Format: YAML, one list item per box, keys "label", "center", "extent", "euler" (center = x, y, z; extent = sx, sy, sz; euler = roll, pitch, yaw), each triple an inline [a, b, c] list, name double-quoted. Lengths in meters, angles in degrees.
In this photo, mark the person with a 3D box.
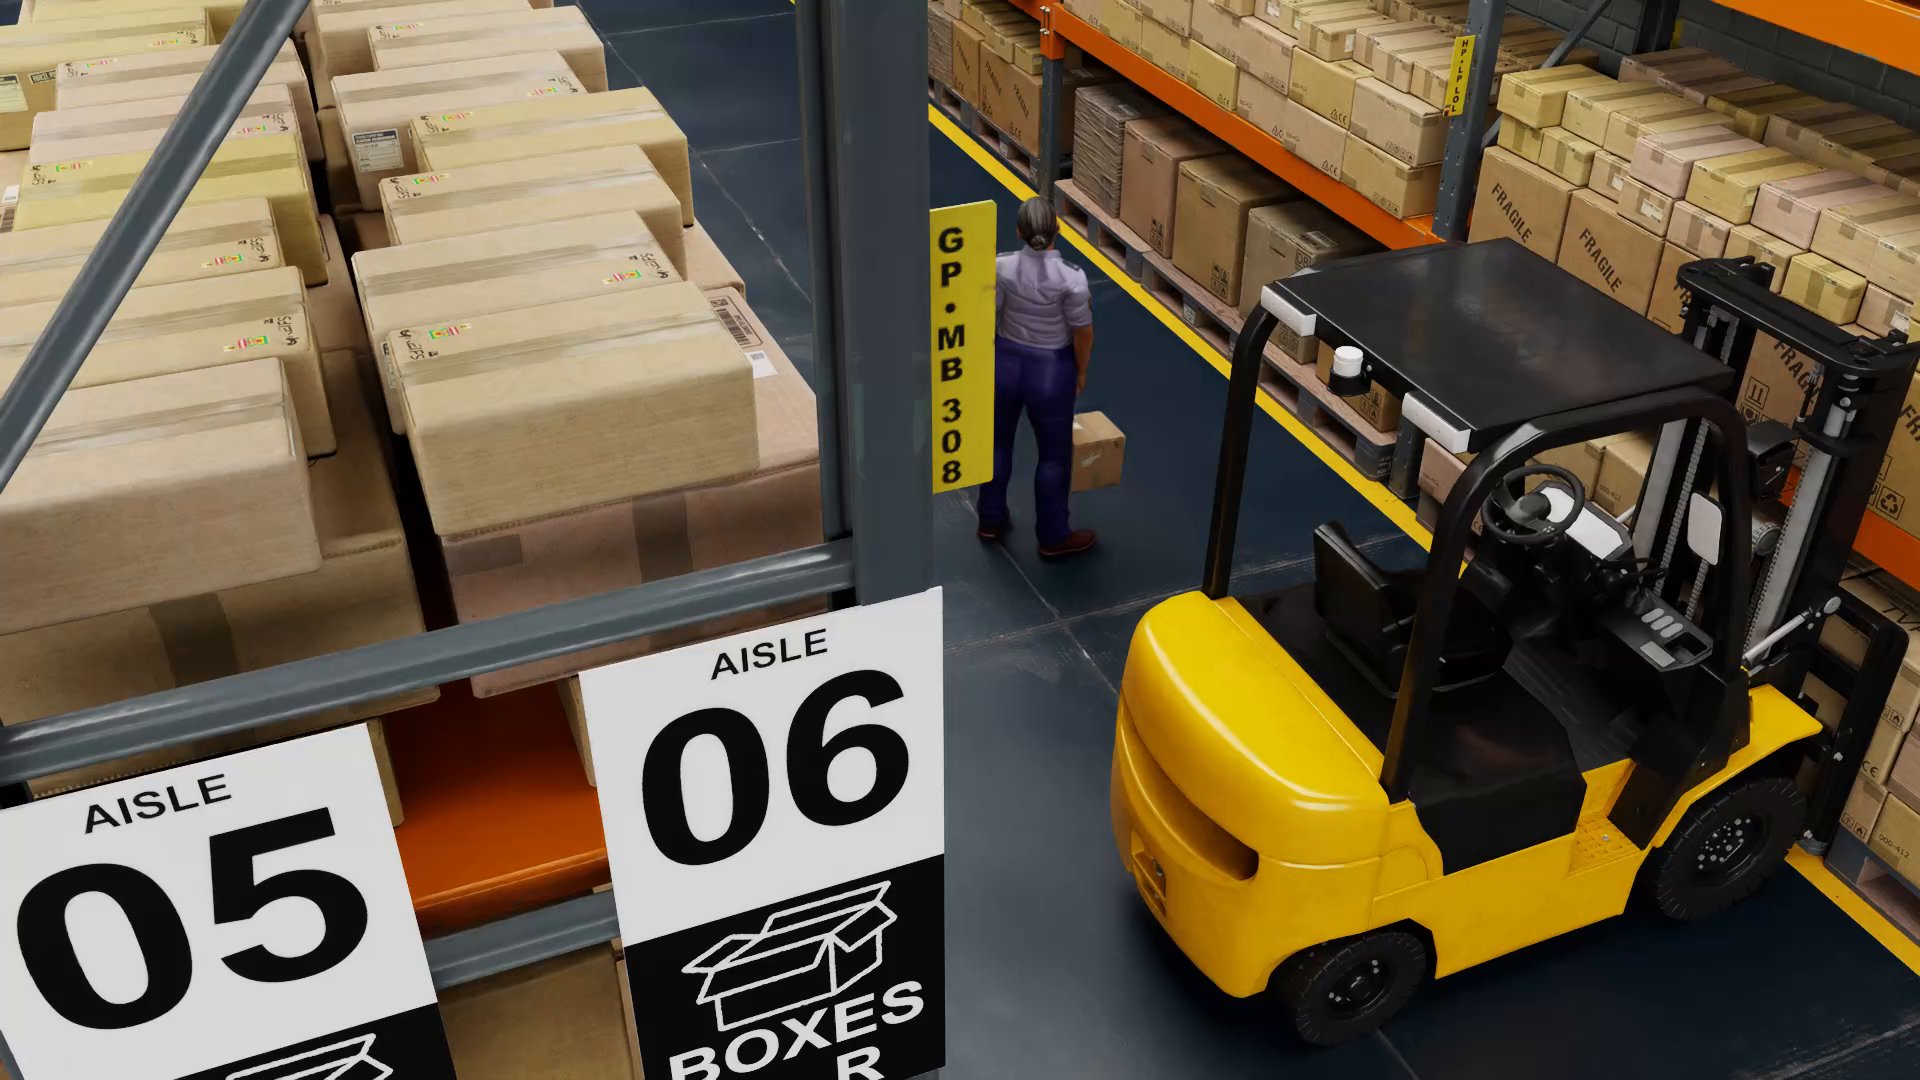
- label: "person"
  center: [0.317, -0.697, 7.159]
  extent: [0.592, 1.662, 0.372]
  euler: [10, 35, 15]
